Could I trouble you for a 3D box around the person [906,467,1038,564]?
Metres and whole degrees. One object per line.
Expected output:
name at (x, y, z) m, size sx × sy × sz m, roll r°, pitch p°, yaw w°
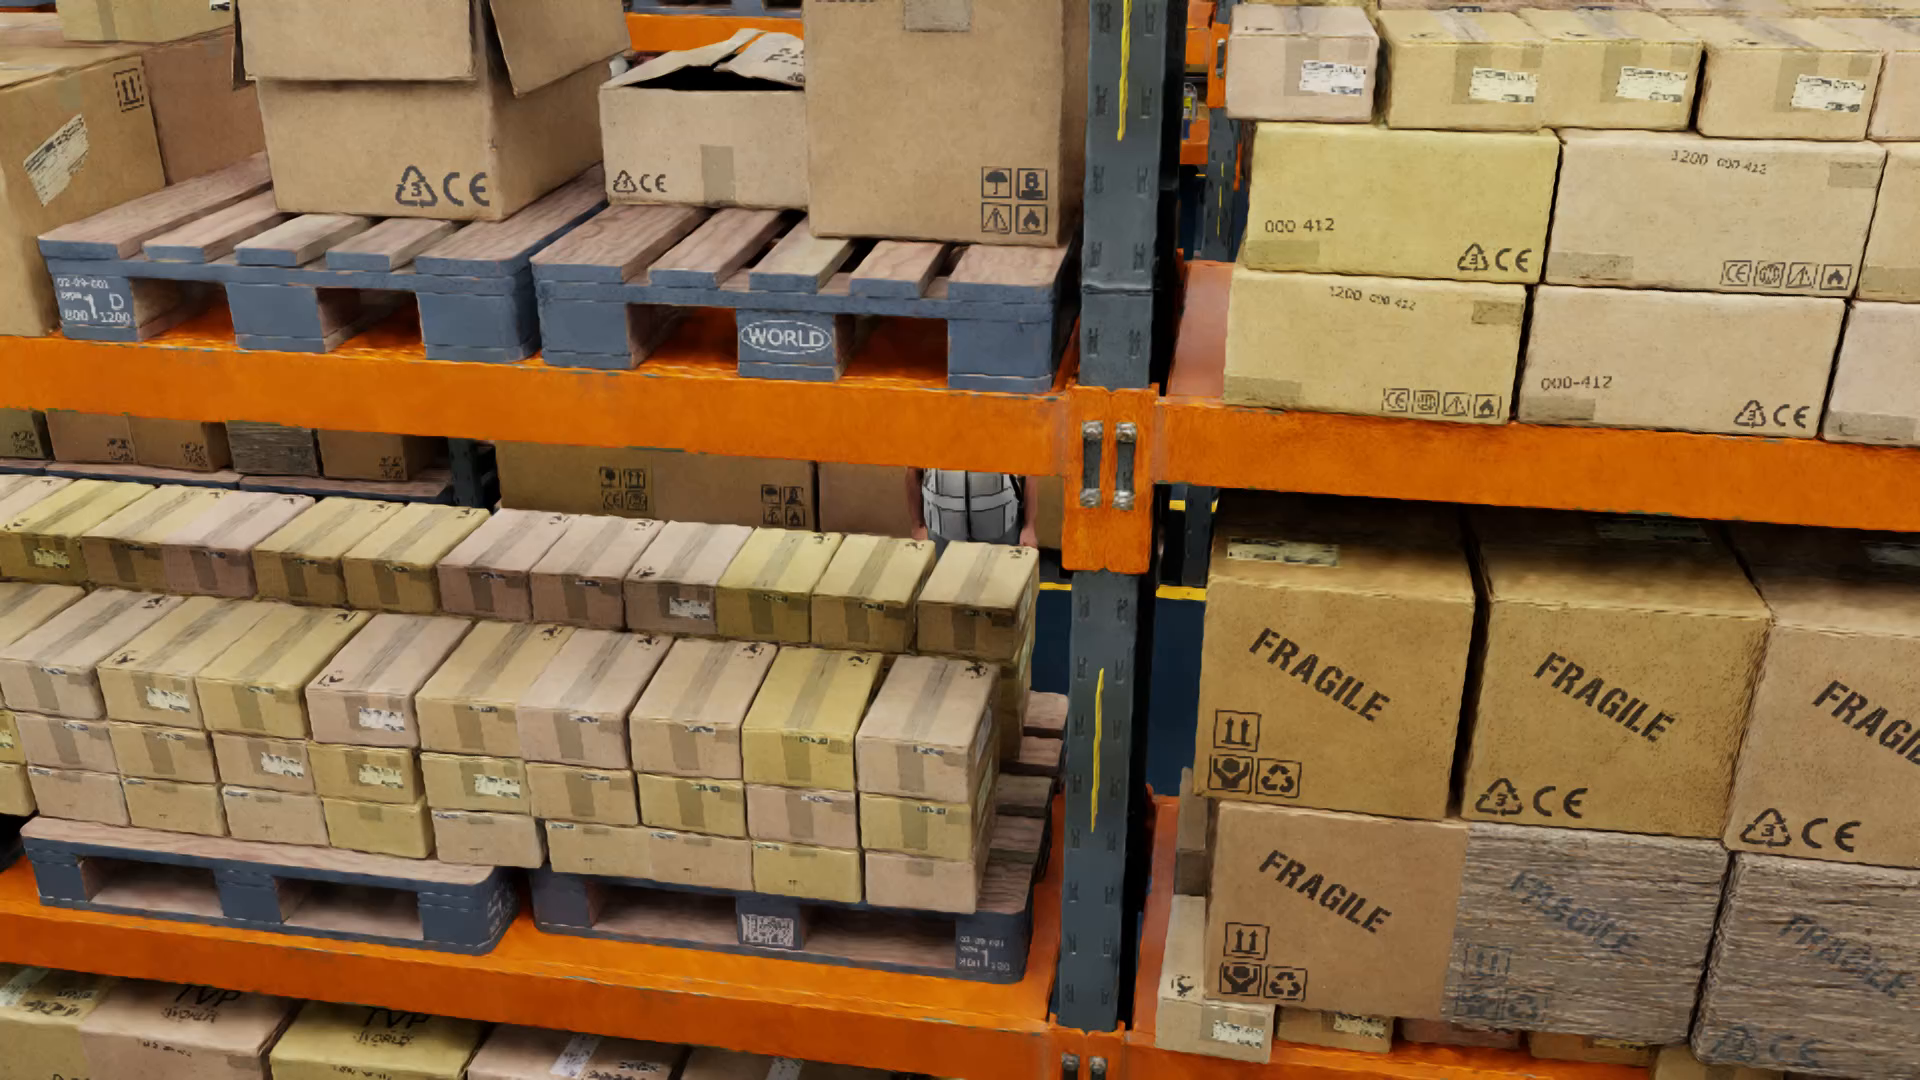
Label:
person at (0.051, -0.060, 7.165) m, size 0.577 × 1.768 × 0.419 m, roll 2°, pitch 25°, yaw 5°
